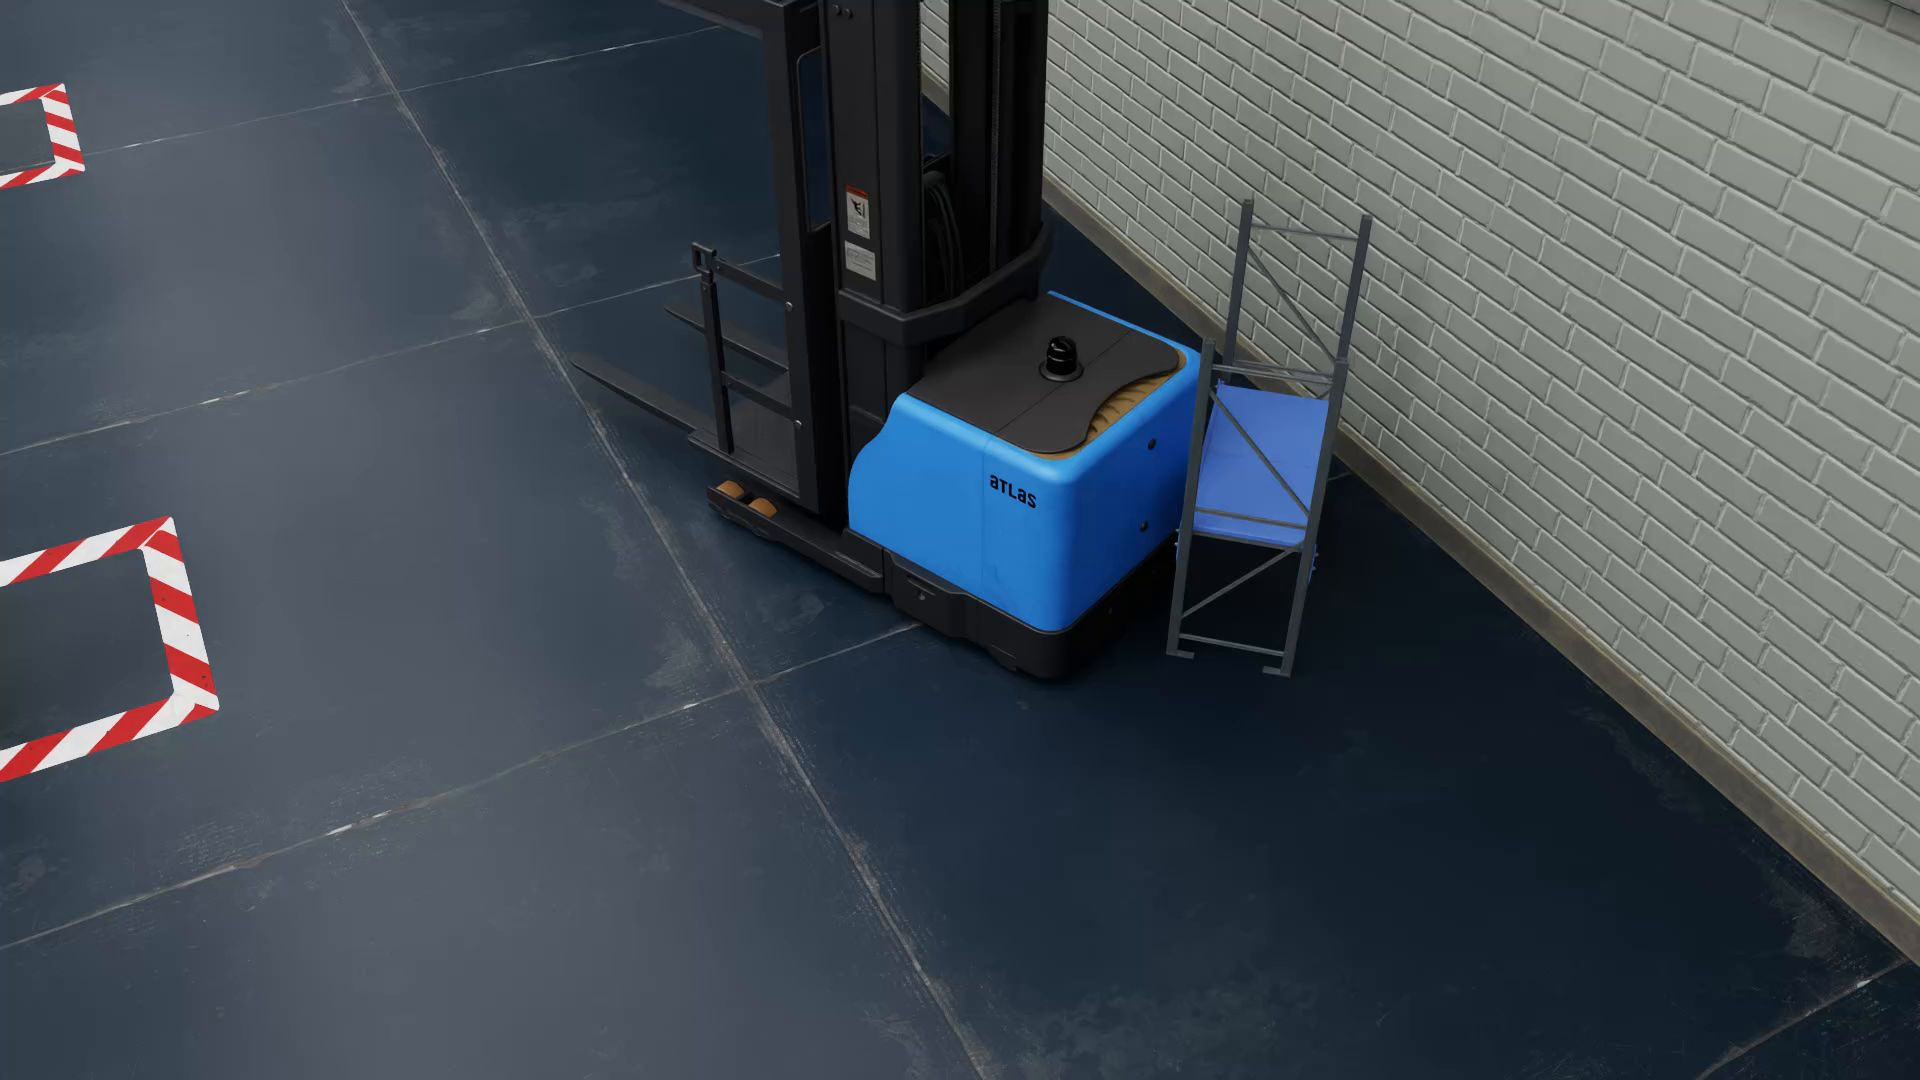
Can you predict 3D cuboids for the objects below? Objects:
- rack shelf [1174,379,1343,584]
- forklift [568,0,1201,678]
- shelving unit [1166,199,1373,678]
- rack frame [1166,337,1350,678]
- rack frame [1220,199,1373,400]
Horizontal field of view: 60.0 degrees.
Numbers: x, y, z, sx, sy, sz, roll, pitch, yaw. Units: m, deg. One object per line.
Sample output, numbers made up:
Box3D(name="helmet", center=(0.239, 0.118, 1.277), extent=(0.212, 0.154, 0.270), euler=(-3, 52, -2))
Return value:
Box3D(name="rack shelf", center=(1.210, -0.257, 6.670), extent=(0.538, 0.185, 1.000), euler=(10, 41, 11))
Box3D(name="forklift", center=(-0.485, -1.372, 6.602), extent=(3.031, 2.935, 1.130), euler=(28, 47, 29))
Box3D(name="shelving unit", center=(1.211, -0.394, 6.553), extent=(0.538, 1.500, 1.048), euler=(10, 41, 11))
Box3D(name="rack frame", center=(1.078, -0.077, 6.179), extent=(0.500, 1.500, 0.032), euler=(10, 41, 11))
Box3D(name="rack frame", center=(1.344, -0.711, 6.928), extent=(0.500, 1.500, 0.032), euler=(10, 41, 11))
